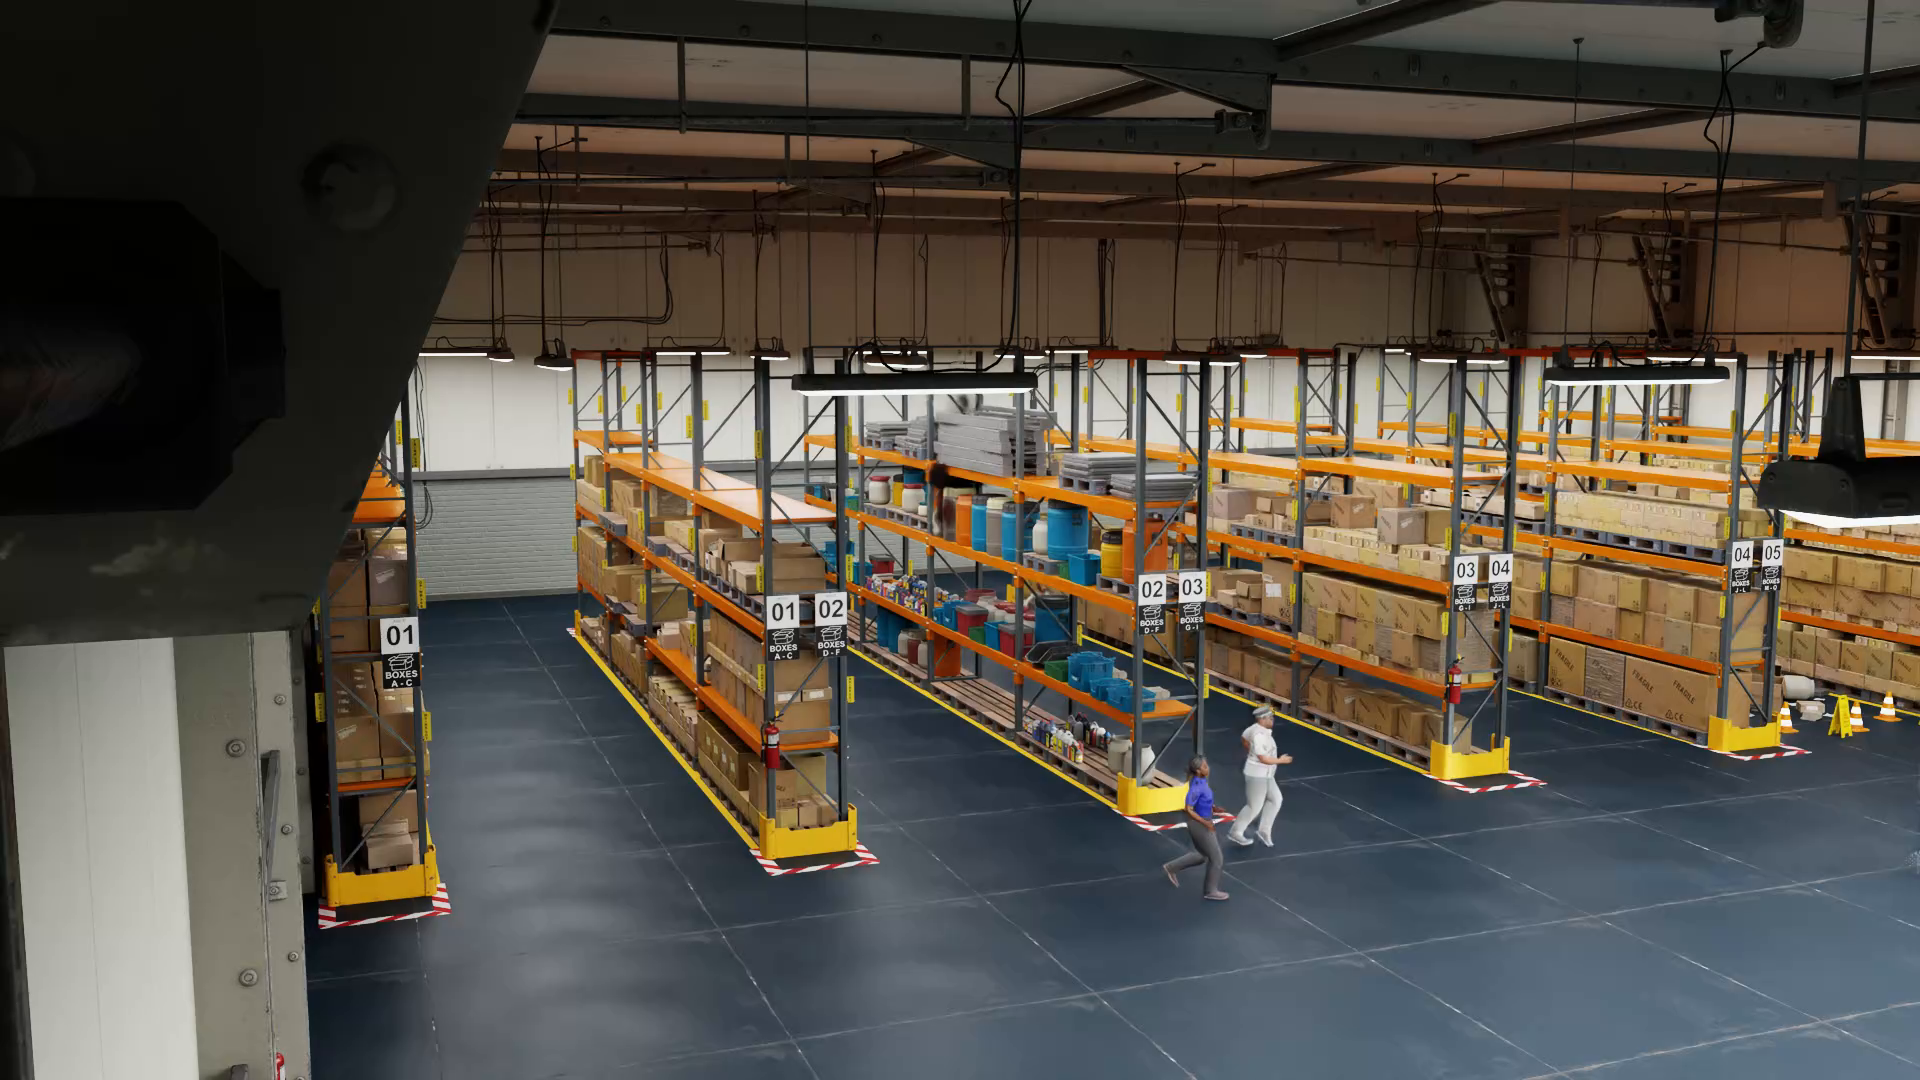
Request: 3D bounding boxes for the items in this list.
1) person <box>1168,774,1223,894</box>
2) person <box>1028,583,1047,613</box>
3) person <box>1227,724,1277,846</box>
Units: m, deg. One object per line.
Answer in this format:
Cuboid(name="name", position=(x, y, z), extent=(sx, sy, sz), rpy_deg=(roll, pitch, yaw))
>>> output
Cuboid(name="person", position=(2.641, 3.291, 18.633), extent=(0.614, 1.344, 0.546), rpy_deg=(1, 7, 7))
Cuboid(name="person", position=(1.537, 1.579, 31.877), extent=(0.443, 1.646, 0.717), rpy_deg=(-5, 8, -32))
Cuboid(name="person", position=(3.616, 3.072, 20.526), extent=(0.592, 1.609, 0.429), rpy_deg=(2, 7, 12))
